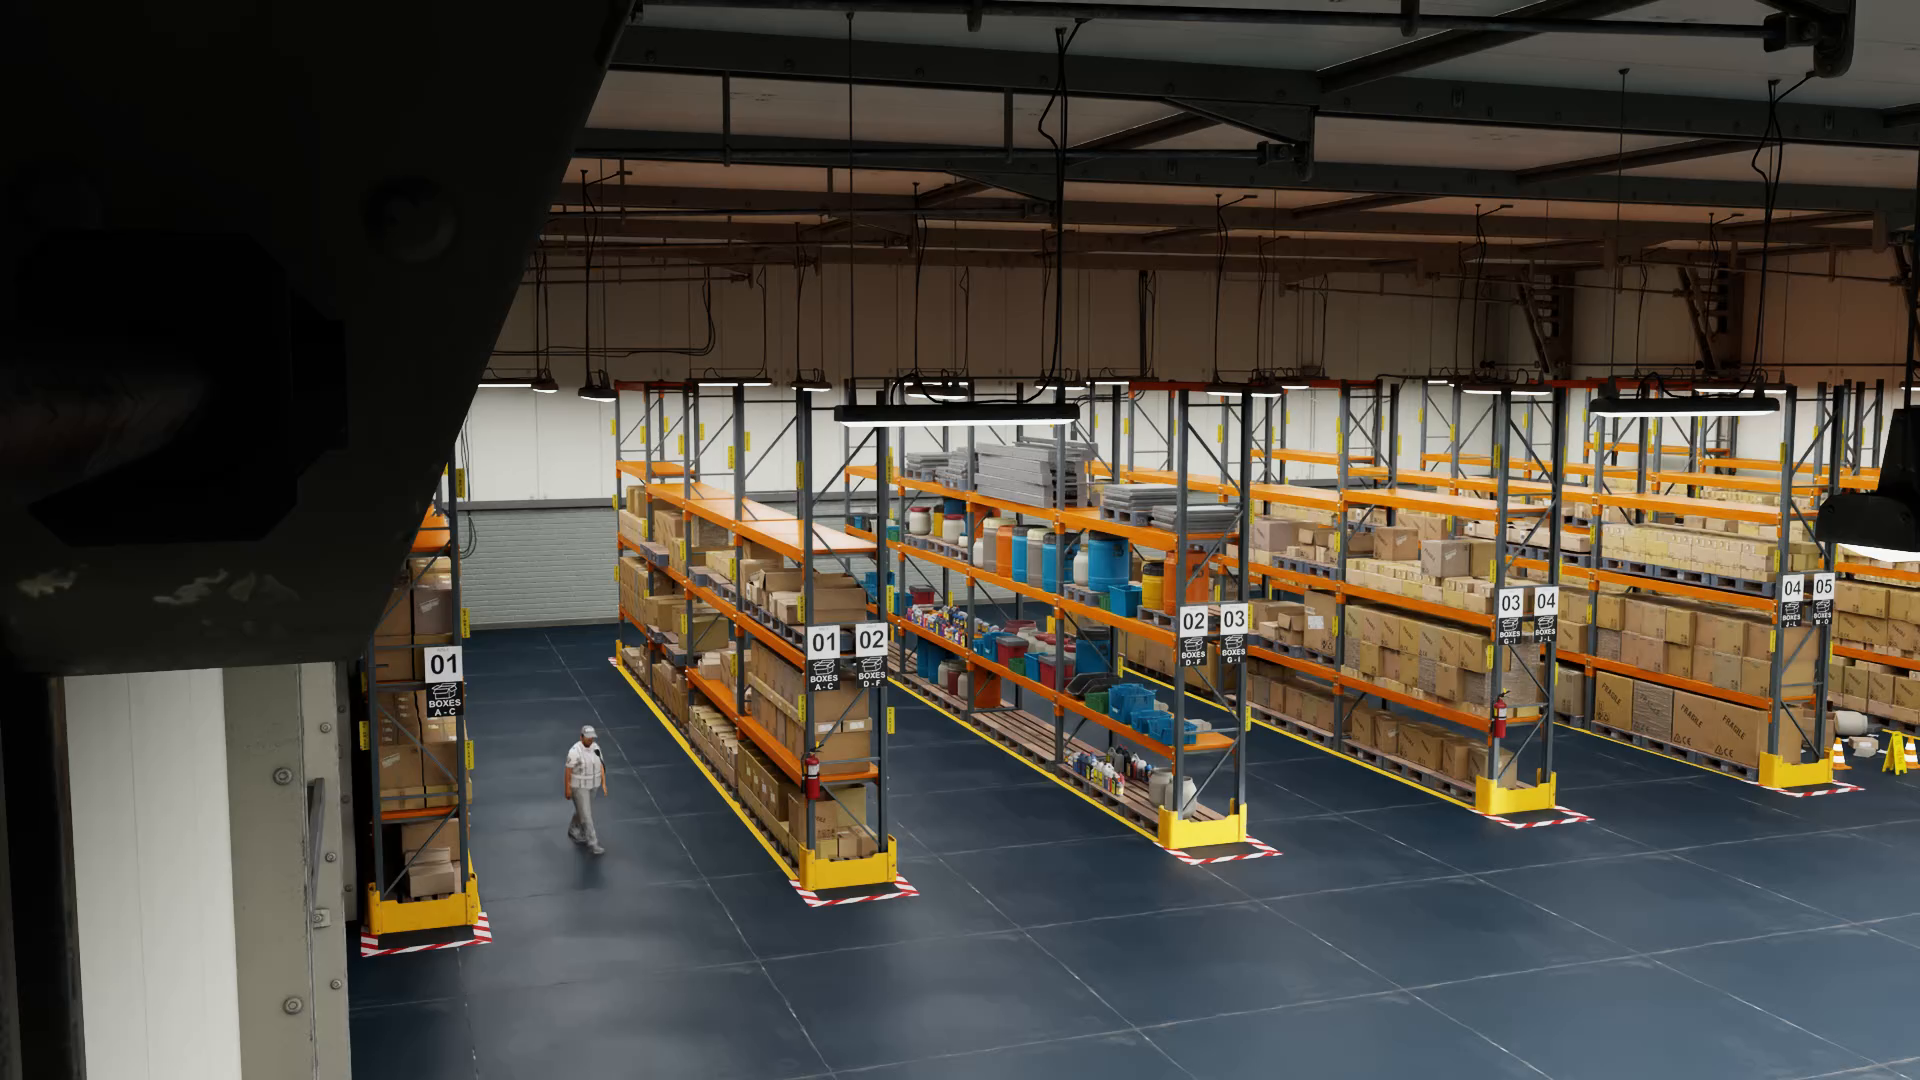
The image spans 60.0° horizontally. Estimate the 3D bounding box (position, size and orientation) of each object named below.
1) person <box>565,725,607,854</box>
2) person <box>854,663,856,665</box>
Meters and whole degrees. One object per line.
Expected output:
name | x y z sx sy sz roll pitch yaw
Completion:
person | -4.861 3.216 21.695 0.992 1.607 0.525 4 7 34
person | -2.170 1.868 34.431 0.457 1.599 1.038 0 6 0
